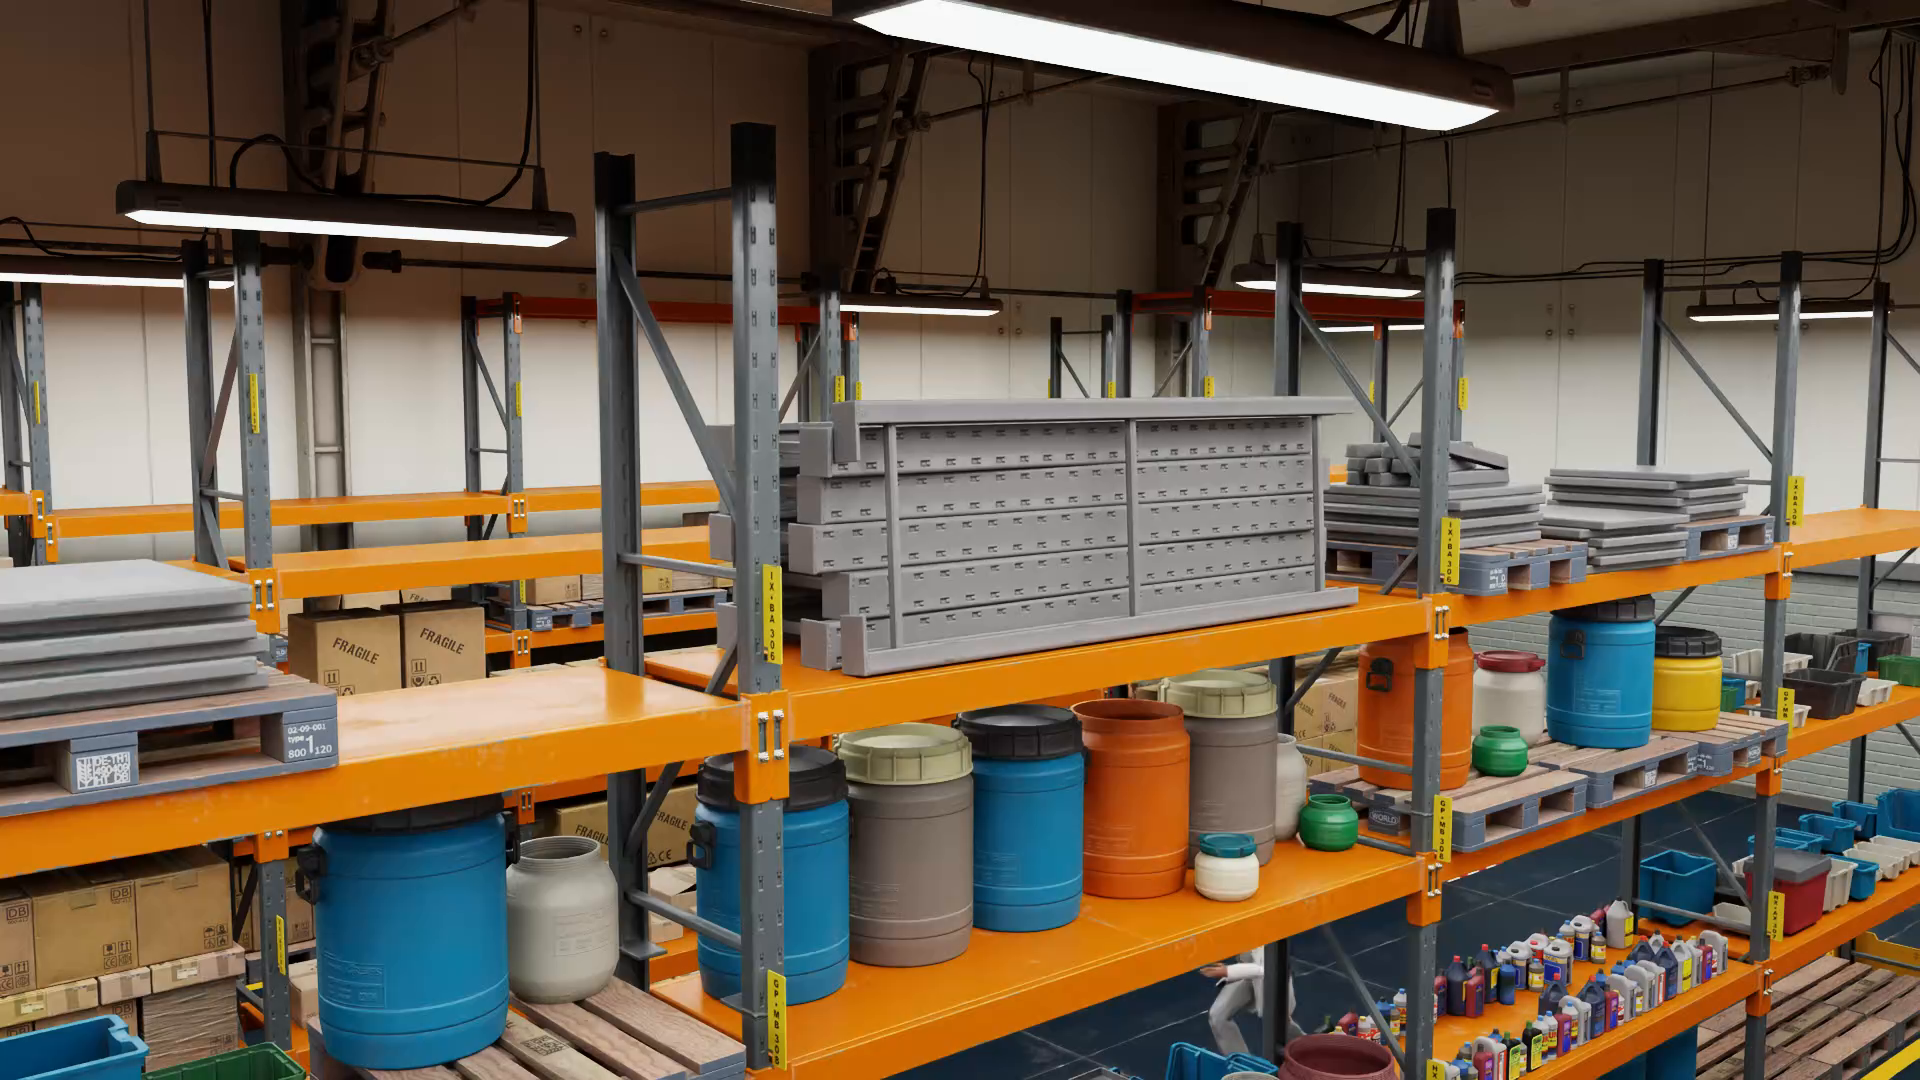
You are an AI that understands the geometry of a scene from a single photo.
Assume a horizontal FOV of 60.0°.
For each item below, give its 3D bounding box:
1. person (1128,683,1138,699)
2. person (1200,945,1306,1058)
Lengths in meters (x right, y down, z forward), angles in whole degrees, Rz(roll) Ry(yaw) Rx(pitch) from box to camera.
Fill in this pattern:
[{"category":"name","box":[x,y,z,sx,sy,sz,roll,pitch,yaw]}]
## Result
[{"category":"person","box":[2.002,2.453,19.536,0.581,1.673,0.951,4,6,33]},{"category":"person","box":[2.190,3.207,12.056,1.186,1.608,0.706,-3,6,-29]}]
